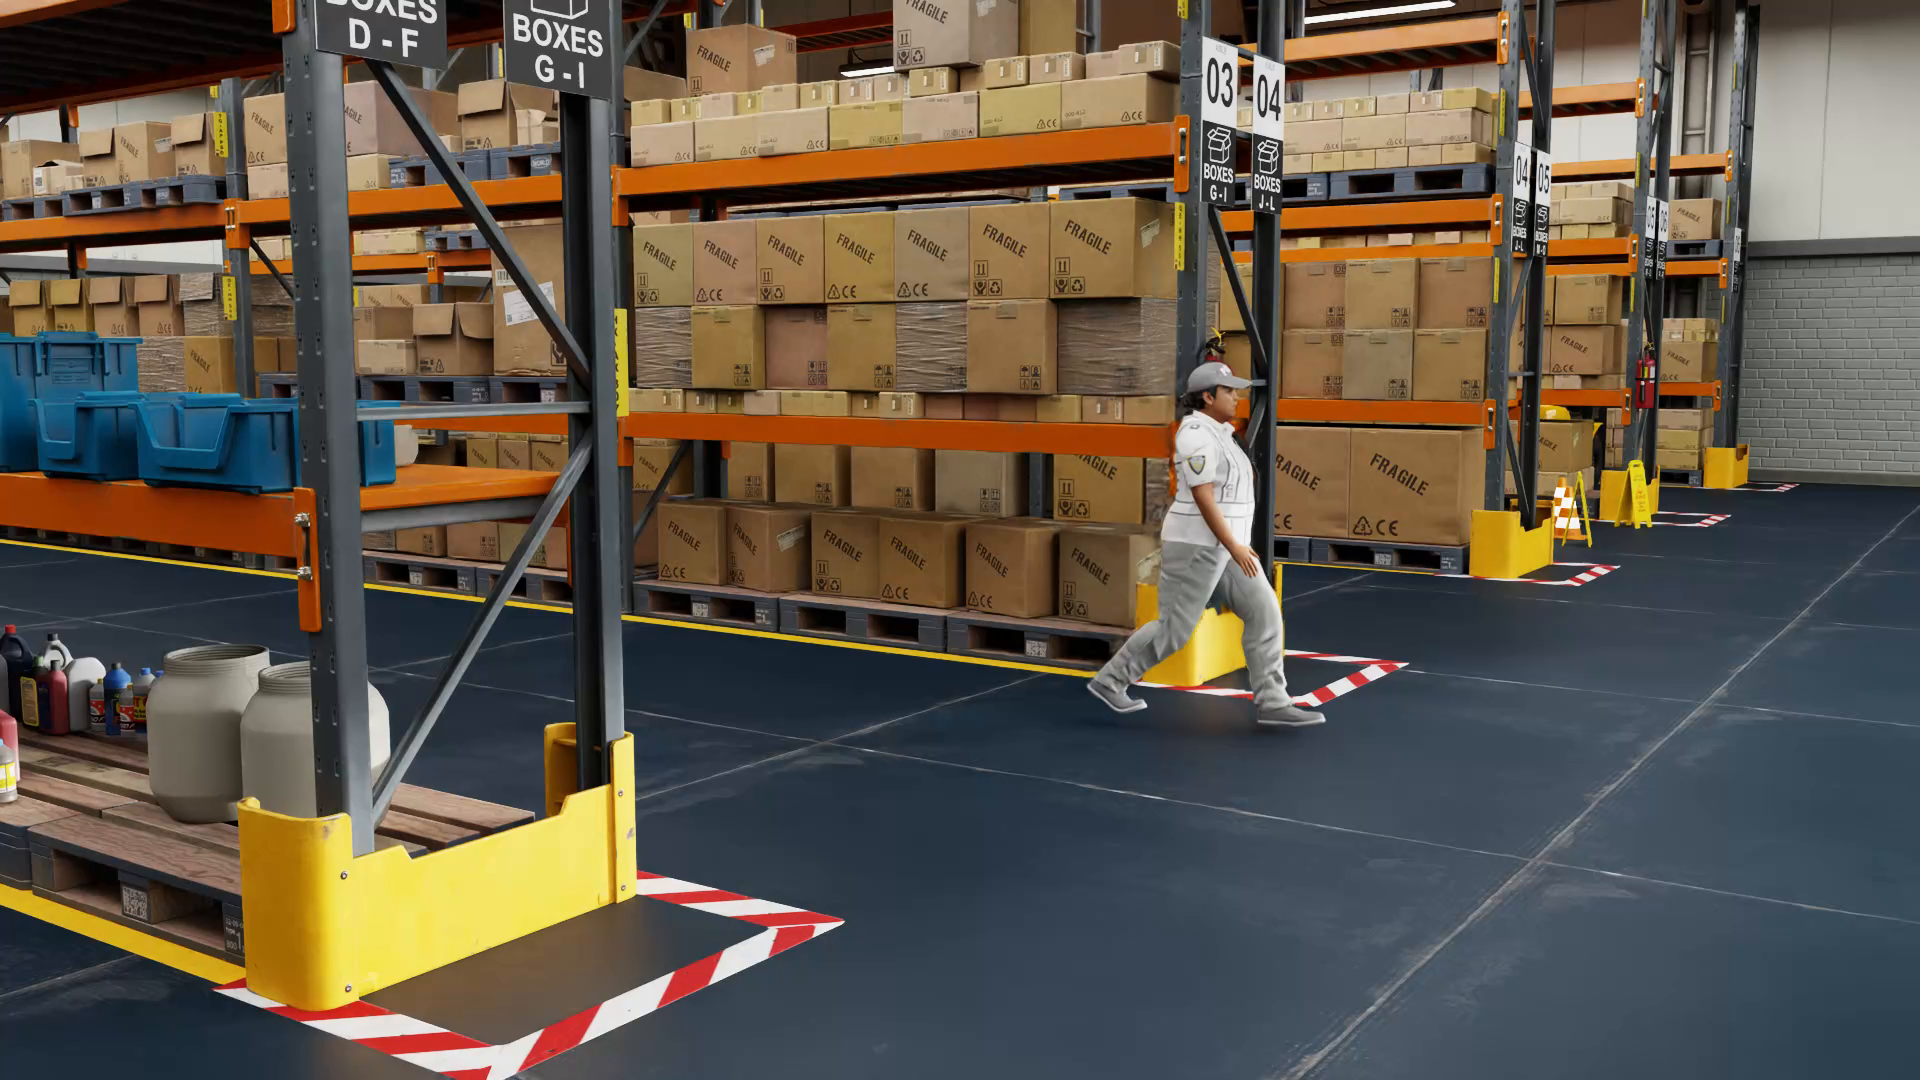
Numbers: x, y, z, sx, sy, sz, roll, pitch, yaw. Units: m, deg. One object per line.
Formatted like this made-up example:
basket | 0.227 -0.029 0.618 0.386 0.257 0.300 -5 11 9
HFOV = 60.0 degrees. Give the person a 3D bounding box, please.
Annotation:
person | 1.096 0.020 7.341 1.031 1.606 0.487 3 7 28
